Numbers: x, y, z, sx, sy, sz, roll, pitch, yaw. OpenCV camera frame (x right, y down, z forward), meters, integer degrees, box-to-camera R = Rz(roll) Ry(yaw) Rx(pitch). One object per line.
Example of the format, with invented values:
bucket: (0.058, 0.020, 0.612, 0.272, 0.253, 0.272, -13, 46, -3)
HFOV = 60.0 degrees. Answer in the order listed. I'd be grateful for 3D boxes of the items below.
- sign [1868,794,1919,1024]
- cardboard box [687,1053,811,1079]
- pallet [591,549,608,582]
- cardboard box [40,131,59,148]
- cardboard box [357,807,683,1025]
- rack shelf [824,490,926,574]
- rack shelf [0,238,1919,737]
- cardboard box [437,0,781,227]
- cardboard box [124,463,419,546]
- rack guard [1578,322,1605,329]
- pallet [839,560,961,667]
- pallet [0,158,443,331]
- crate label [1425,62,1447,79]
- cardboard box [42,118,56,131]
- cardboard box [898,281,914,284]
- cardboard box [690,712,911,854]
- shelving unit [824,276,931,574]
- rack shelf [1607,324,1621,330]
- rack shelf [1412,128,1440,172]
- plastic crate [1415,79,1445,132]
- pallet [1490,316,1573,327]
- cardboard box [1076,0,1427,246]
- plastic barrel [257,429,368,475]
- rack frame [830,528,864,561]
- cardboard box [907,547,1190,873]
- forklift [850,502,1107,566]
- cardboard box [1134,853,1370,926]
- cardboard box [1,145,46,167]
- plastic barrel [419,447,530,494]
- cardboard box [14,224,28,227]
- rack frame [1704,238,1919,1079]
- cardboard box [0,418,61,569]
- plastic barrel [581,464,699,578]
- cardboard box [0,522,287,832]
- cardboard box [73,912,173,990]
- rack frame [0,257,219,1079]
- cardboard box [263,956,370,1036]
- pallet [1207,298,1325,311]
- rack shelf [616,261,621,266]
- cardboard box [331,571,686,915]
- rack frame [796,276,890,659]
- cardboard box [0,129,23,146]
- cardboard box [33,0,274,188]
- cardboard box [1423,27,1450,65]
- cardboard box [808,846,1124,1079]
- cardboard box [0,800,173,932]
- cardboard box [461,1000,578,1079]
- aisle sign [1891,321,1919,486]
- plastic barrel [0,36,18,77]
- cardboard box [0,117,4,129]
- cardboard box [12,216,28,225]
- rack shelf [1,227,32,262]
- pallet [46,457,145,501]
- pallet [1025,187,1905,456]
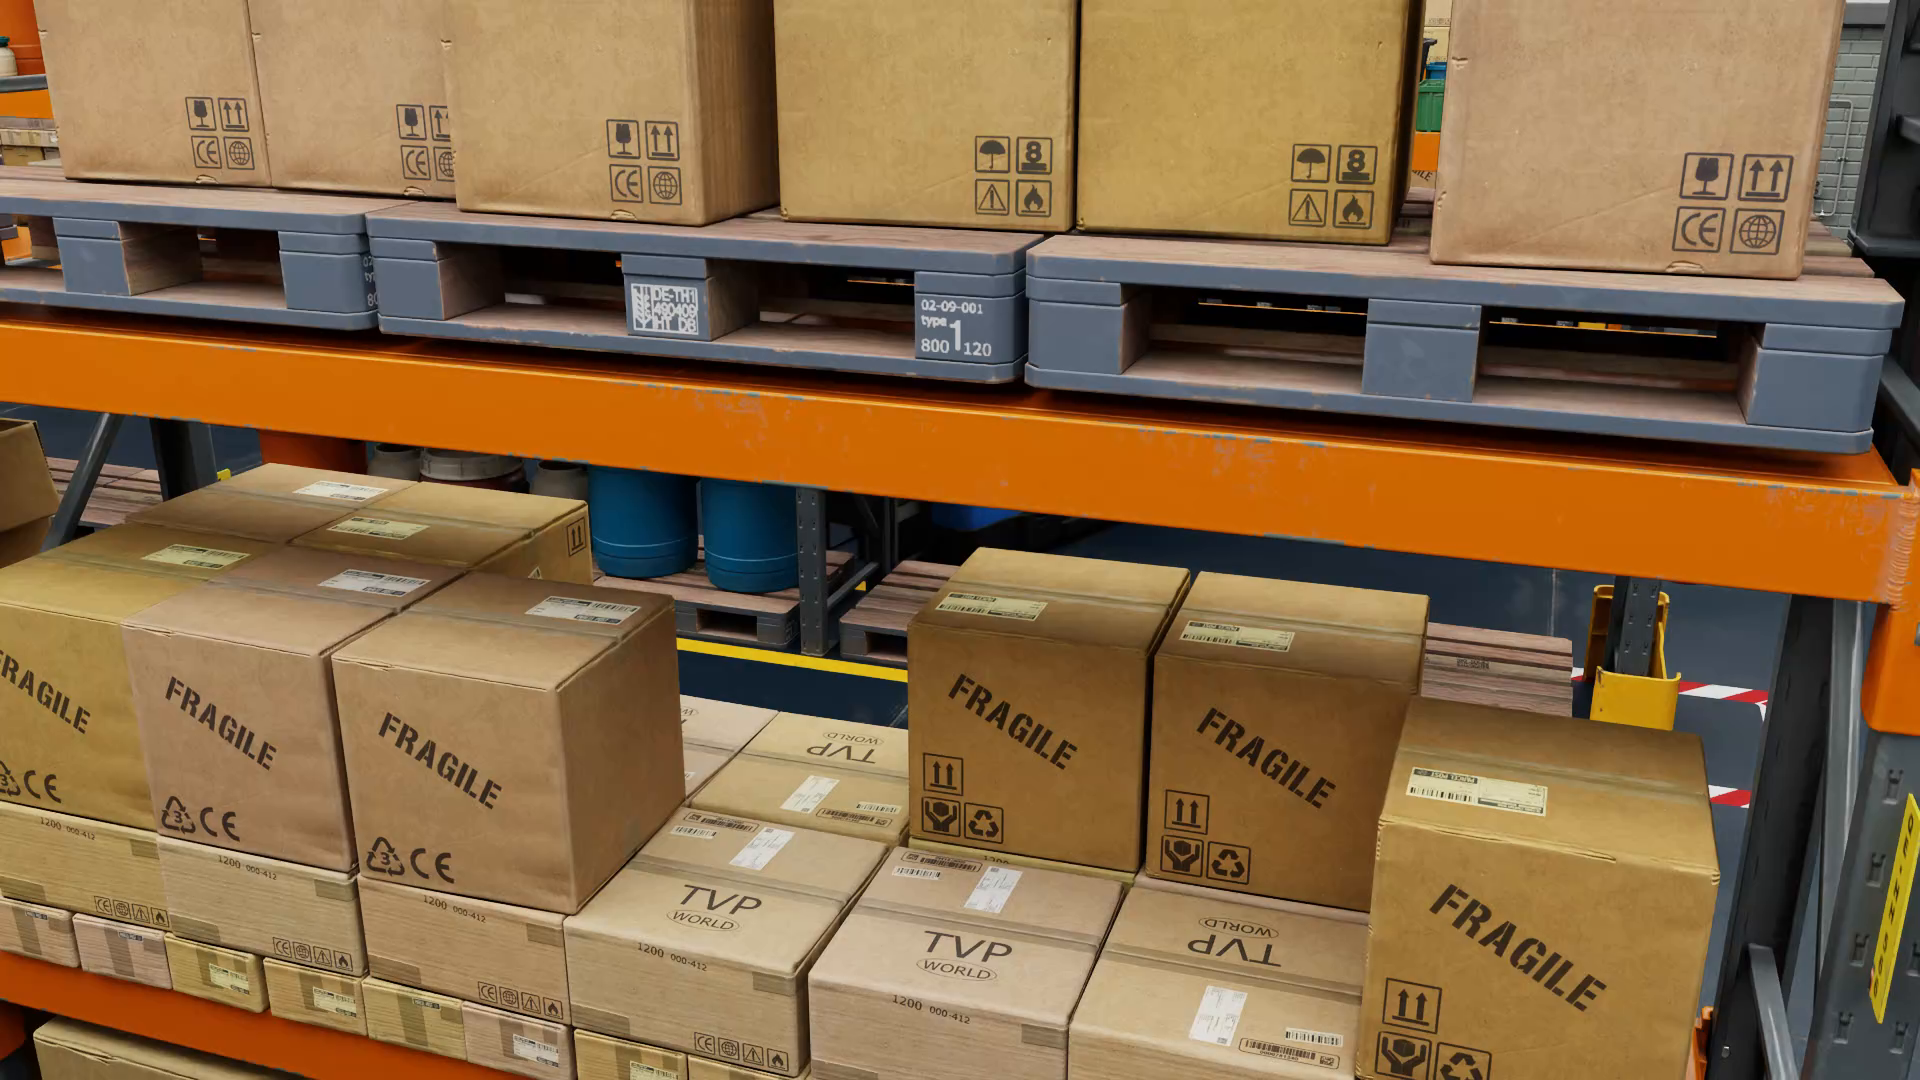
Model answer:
sign: (1.340, 0.529, 2.384, 0.005, 0.325, 0.100, 7, 20, 18)
cardboard box: (-0.357, 1.037, 3.425, 0.250, 0.149, 0.380, 7, 20, 19)
pallet: (-2.493, 0.137, 9.862, 1.213, 0.211, 1.003, 7, 20, 18)
cardboard box: (-8.577, -3.866, 15.972, 0.250, 0.149, 0.380, 7, 20, 19)
cardboard box: (-0.930, 0.760, 3.615, 0.500, 0.250, 0.500, 7, 20, 19)
rack shelf: (-0.490, -0.122, 9.868, 0.480, 0.518, 0.431, 11, 21, 29)
rack shelf: (-0.358, -0.273, 3.337, 4.000, 0.370, 1.077, 7, 20, 18)
cardboard box: (-0.535, -0.895, 3.089, 0.500, 0.500, 0.700, 7, 21, 20)
cardboard box: (-1.725, 0.131, 4.281, 0.500, 0.500, 0.500, 7, 20, 20)
rack guard: (6.430, -2.417, 16.752, 0.348, 0.500, 1.175, 7, 20, 18)
pallet: (0.085, 0.432, 9.016, 1.213, 0.211, 1.003, 7, 20, 18)
pallet: (-1.478, -0.695, 3.591, 1.213, 0.211, 1.003, 7, 20, 18)
crate label: (2.391, -2.066, 7.616, 0.502, 0.251, 0.408, 7, 20, 18)
cardboard box: (-8.393, -4.224, 16.015, 0.500, 0.500, 0.700, 7, 20, 18)
cardboard box: (-0.314, -2.109, 14.060, 0.500, 0.250, 0.500, 7, 20, 18)
cardboard box: (-0.295, 0.650, 3.929, 0.500, 0.250, 0.500, 6, 20, 17)
shelving unit: (-0.480, -0.799, 9.642, 0.503, 2.100, 0.431, 11, 21, 29)
rack shelf: (2.896, -1.936, 12.666, 4.000, 0.370, 1.077, 7, 20, 18)
rack shelf: (1.267, -1.813, 7.755, 4.000, 0.370, 1.077, 7, 20, 18)
plastic crate: (2.131, -1.854, 7.103, 0.336, 0.188, 0.450, 7, 20, 18)
pallet: (5.627, -2.346, 16.985, 1.213, 0.211, 1.003, 7, 20, 18)
cardboard box: (0.530, -0.827, 2.892, 0.500, 0.500, 0.700, 6, 20, 16)
plastic barrel: (-3.933, -0.510, 10.142, 0.708, 0.830, 0.600, 7, 20, 18)
rack frame: (-0.690, -0.841, 9.760, 0.015, 2.100, 0.400, 11, 21, 29)
cardboard box: (0.203, 0.352, 3.645, 0.500, 0.500, 0.500, 6, 20, 17)
forklift: (0.676, -1.611, 10.746, 1.130, 2.935, 3.031, 17, 25, 40)
cardboard box: (0.673, 0.760, 3.613, 0.500, 0.250, 0.500, 6, 20, 17)
cardboard box: (-8.927, -3.670, 16.396, 0.500, 0.500, 0.700, 7, 20, 18)
plastic barrel: (-2.866, -0.274, 9.831, 0.708, 0.588, 0.600, 7, 20, 18)
cardboard box: (-9.422, -2.862, 16.628, 0.500, 0.500, 0.500, 7, 20, 18)
rack frame: (1.531, 1.020, 3.093, 0.127, 3.000, 1.000, 7, 20, 18)
cardboard box: (-2.853, 0.001, 4.342, 0.637, 0.503, 0.797, 6, 20, 17)
plastic barrel: (-1.799, -0.300, 9.430, 0.708, 0.901, 0.600, 7, 20, 18)
cardboard box: (-1.879, 0.295, 3.808, 0.500, 0.500, 0.500, 7, 20, 18)
cardboard box: (-1.829, 0.870, 3.904, 0.250, 0.149, 0.380, 6, 20, 16)
rack frame: (-2.247, 0.588, 4.333, 0.127, 3.000, 1.000, 7, 20, 18)
cardboard box: (-1.331, 0.926, 3.743, 0.250, 0.149, 0.380, 6, 20, 17)
pallet: (3.322, -2.609, 17.741, 1.213, 0.211, 1.003, 7, 20, 18)
rack shelf: (-0.882, -2.368, 13.906, 4.000, 0.370, 1.077, 7, 20, 18)
cardboard box: (-0.923, 0.406, 3.492, 0.500, 0.500, 0.500, 6, 20, 16)
rack frame: (-0.622, -0.952, 8.750, 0.127, 3.000, 1.000, 7, 20, 18)
cardboard box: (-9.053, -3.921, 16.131, 0.250, 0.149, 0.380, 6, 20, 16)
cardboard box: (-1.488, -1.055, 3.548, 0.500, 0.500, 0.700, 5, 20, 15)
cardboard box: (3.268, -3.486, 11.691, 0.500, 0.250, 0.500, 7, 20, 18)
cardboard box: (0.026, 0.871, 3.297, 0.500, 0.250, 0.500, 6, 20, 16)
cardboard box: (-1.889, 0.650, 3.929, 0.500, 0.250, 0.500, 6, 20, 17)
cardboard box: (-0.853, 0.982, 3.584, 0.250, 0.149, 0.380, 7, 20, 19)
aisle sign: (1.698, -0.293, 2.910, 0.004, 0.787, 0.394, 7, 20, 18)
plastic barrel: (-5.678, -2.800, 9.705, 0.301, 0.262, 0.301, 0, 19, 0)
cardboard box: (-9.343, -4.333, 16.326, 0.500, 0.500, 0.700, 6, 20, 17)
cardboard box: (-9.724, -3.077, 17.245, 0.500, 0.500, 0.500, 7, 20, 18)
rack shelf: (-4.137, -0.705, 4.577, 4.000, 0.370, 1.077, 7, 20, 18)
pallet: (-6.268, -0.296, 11.103, 1.213, 0.211, 1.003, 7, 20, 18)
pallet: (0.827, -0.431, 2.834, 1.213, 0.211, 1.003, 7, 20, 18)
